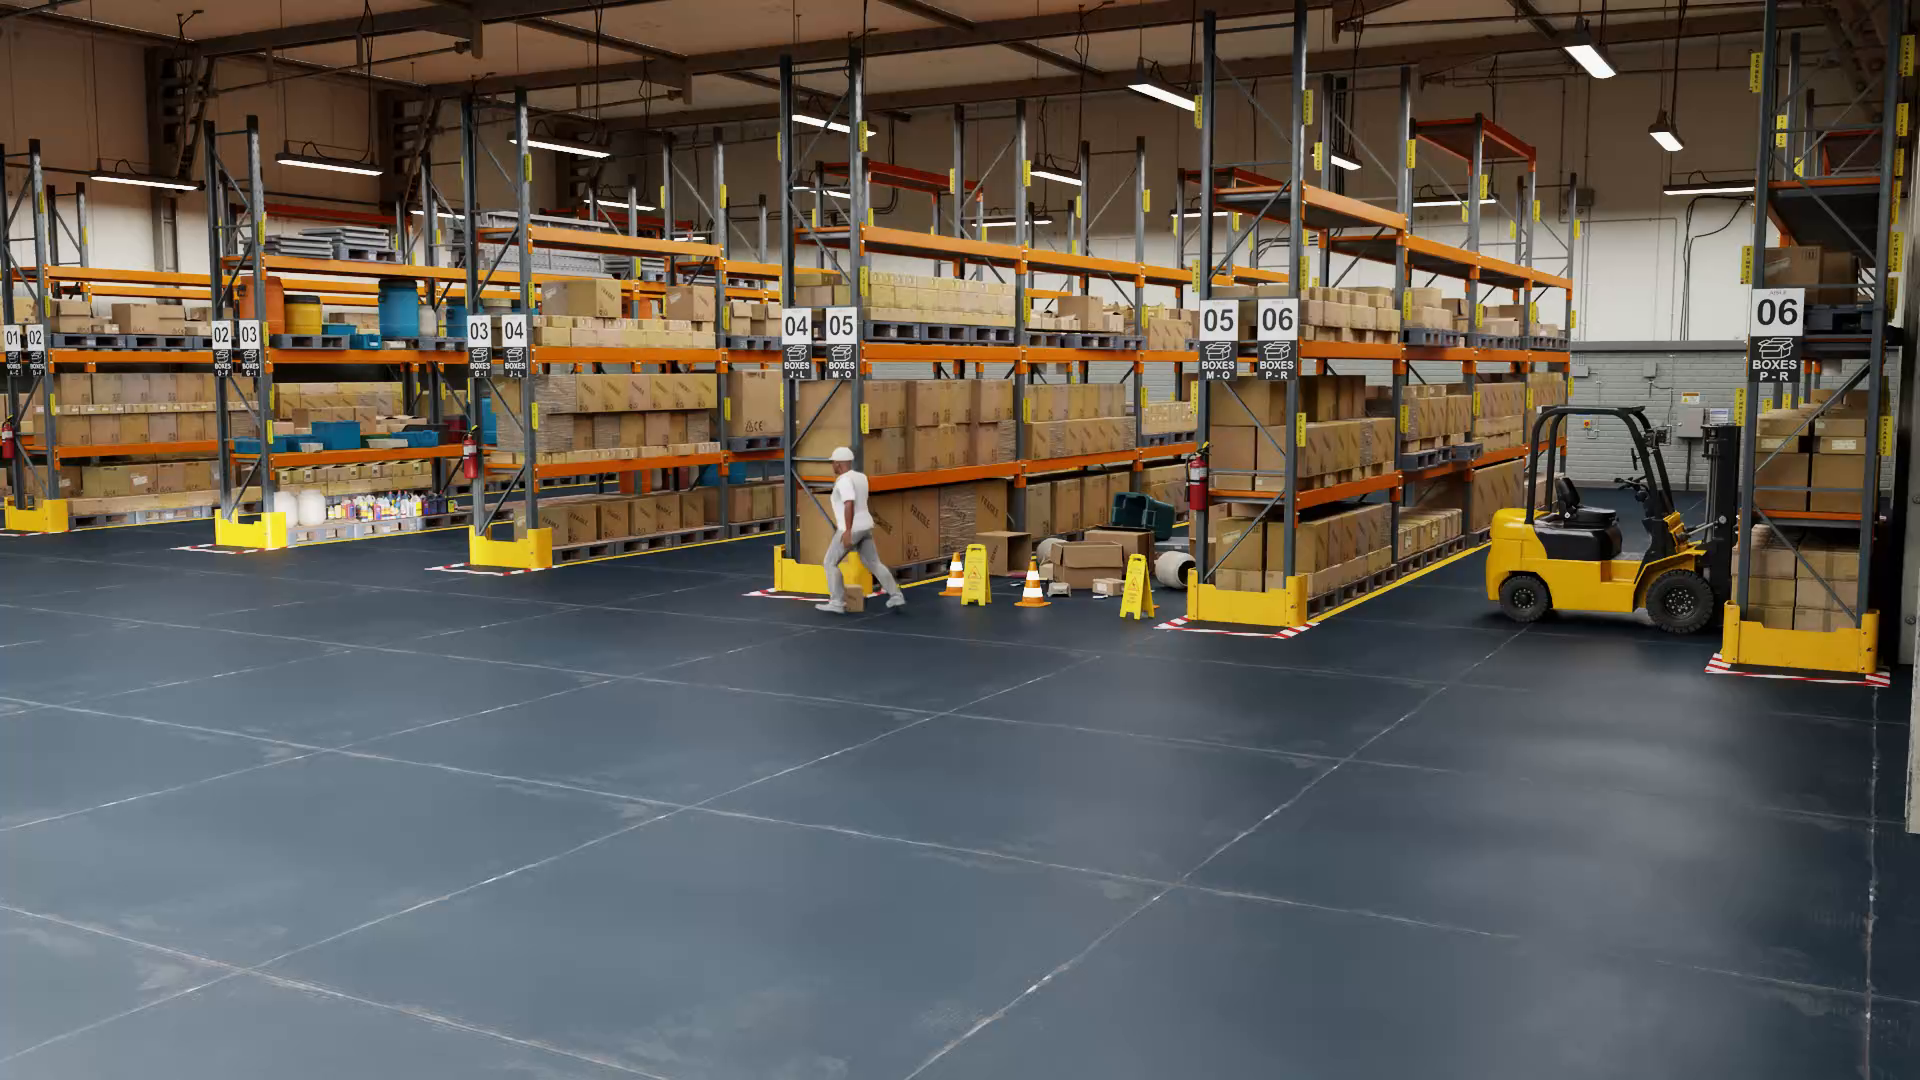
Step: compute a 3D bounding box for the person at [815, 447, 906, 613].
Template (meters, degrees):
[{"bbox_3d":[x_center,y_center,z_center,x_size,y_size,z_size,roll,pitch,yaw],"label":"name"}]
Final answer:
[{"bbox_3d":[-1.017,-0.099,17.117,0.848,1.710,0.683,3,7,27],"label":"person"}]
